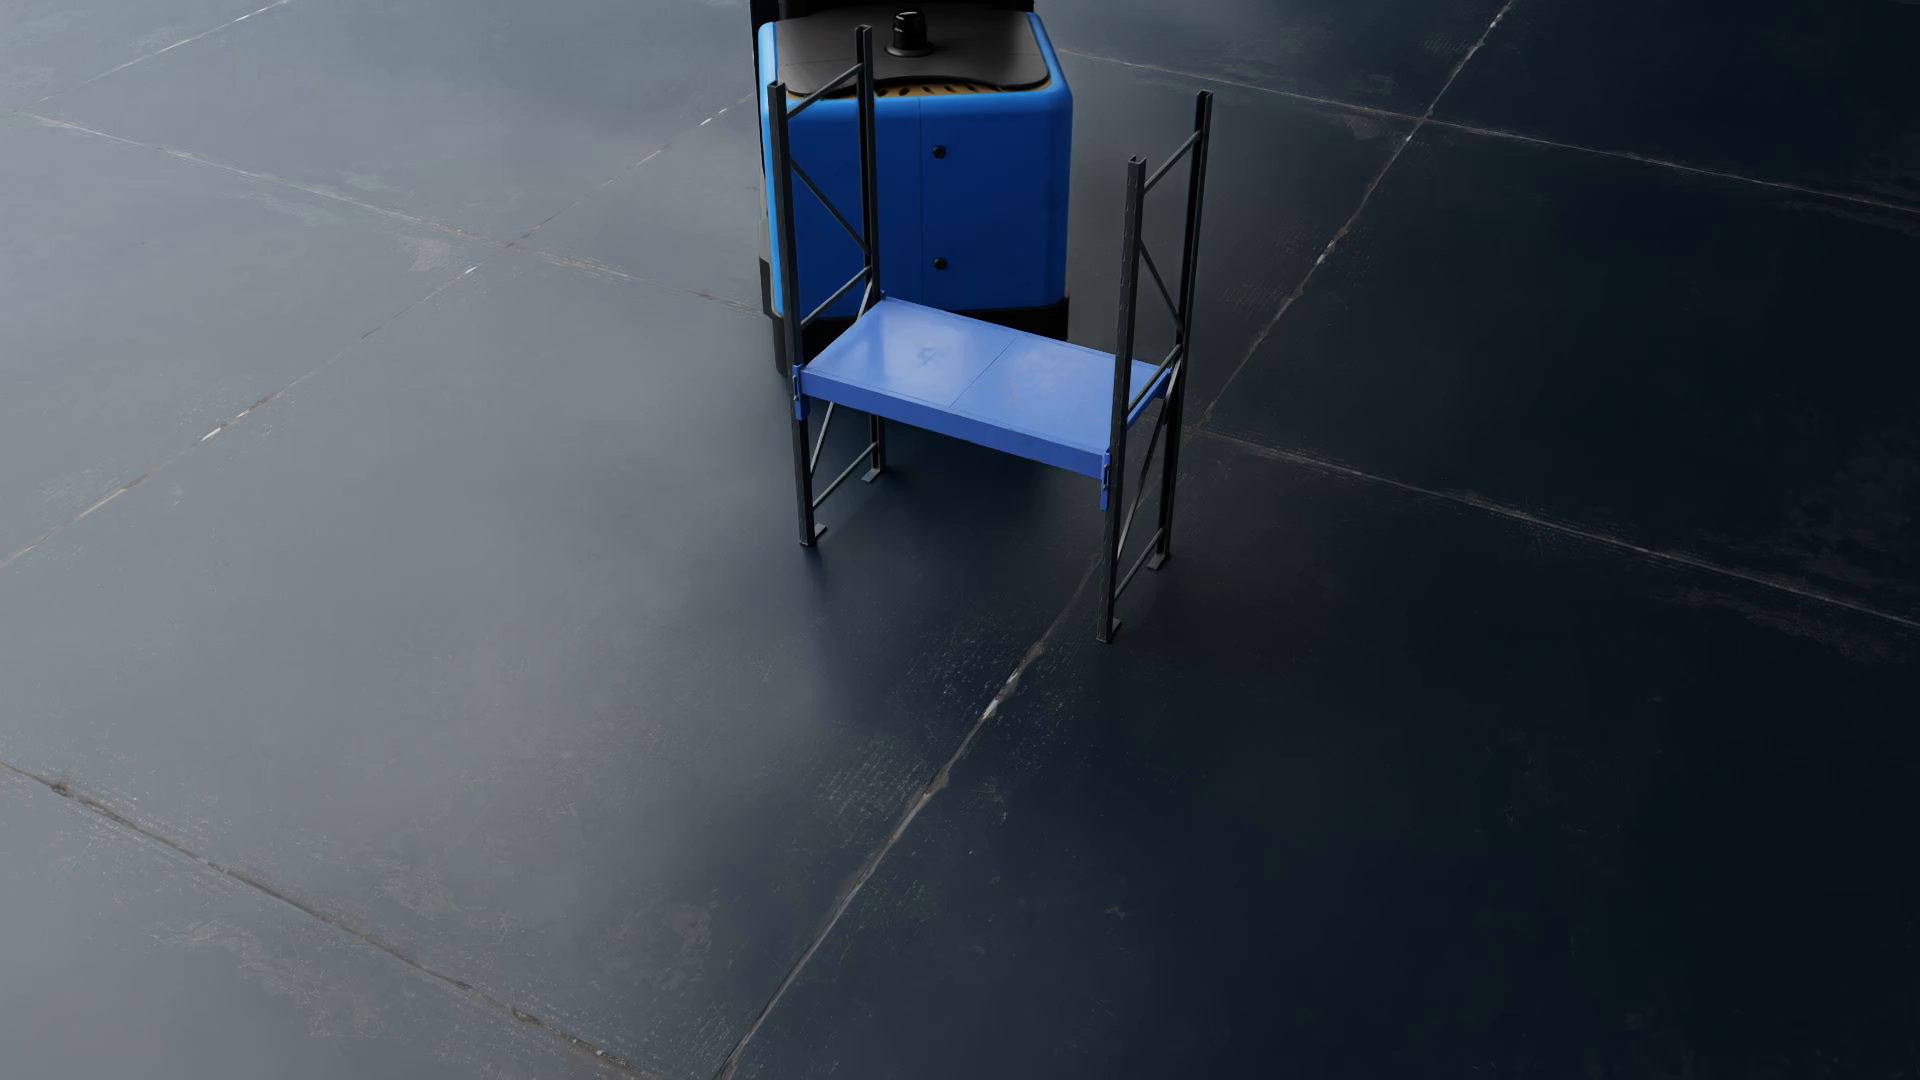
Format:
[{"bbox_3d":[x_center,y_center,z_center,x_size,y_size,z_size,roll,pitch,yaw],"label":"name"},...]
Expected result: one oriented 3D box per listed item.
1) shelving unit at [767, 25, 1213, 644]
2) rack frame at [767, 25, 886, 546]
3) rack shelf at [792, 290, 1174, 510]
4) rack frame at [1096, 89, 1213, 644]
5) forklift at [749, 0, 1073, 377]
[{"bbox_3d":[0.076,-0.574,4.765,1.048,1.500,0.538,17,41,21],"label":"shelving unit"},{"bbox_3d":[-0.376,-0.715,4.952,0.032,1.500,0.500,17,41,21],"label":"rack frame"},{"bbox_3d":[0.076,-0.430,4.874,1.000,0.185,0.538,17,41,21],"label":"rack shelf"},{"bbox_3d":[0.527,-0.432,4.579,0.032,1.500,0.500,17,41,21],"label":"rack frame"},{"bbox_3d":[-0.288,-2.611,6.266,1.130,2.935,3.031,-4,37,-5],"label":"forklift"}]
